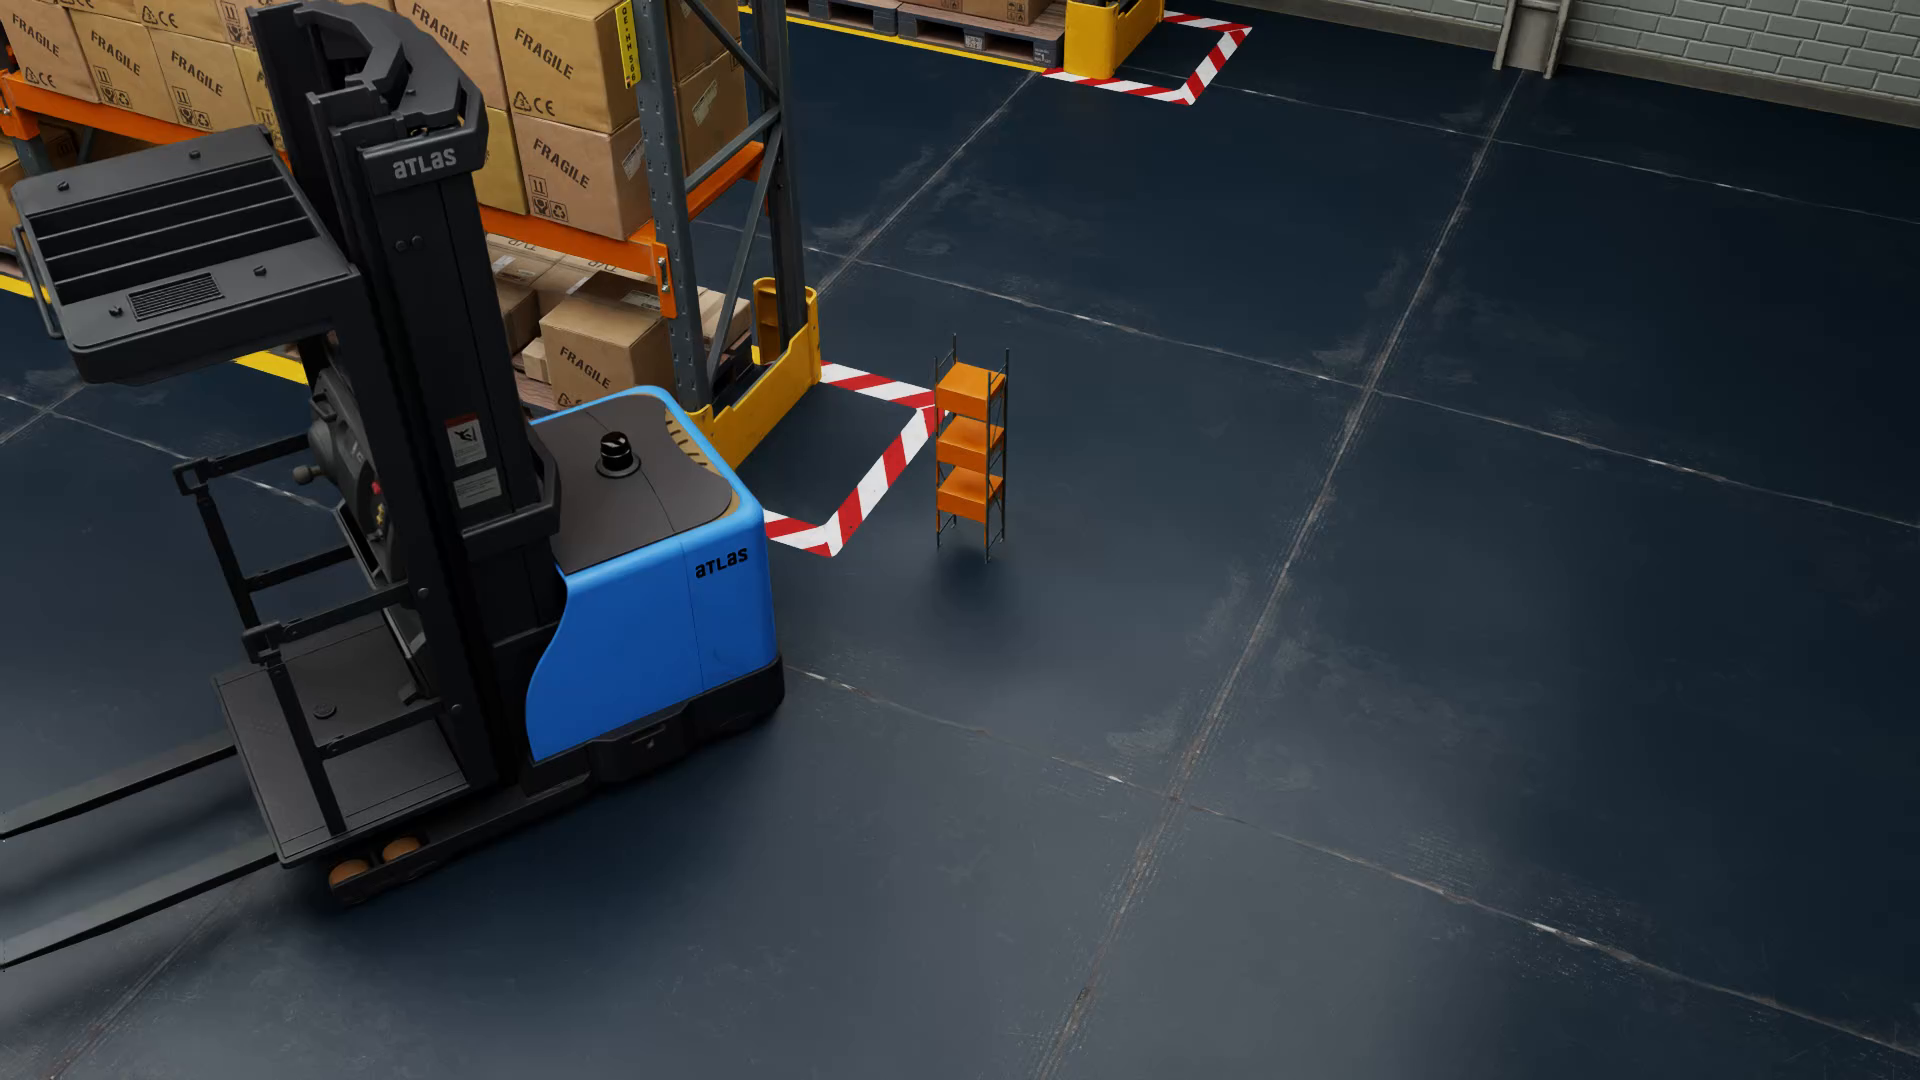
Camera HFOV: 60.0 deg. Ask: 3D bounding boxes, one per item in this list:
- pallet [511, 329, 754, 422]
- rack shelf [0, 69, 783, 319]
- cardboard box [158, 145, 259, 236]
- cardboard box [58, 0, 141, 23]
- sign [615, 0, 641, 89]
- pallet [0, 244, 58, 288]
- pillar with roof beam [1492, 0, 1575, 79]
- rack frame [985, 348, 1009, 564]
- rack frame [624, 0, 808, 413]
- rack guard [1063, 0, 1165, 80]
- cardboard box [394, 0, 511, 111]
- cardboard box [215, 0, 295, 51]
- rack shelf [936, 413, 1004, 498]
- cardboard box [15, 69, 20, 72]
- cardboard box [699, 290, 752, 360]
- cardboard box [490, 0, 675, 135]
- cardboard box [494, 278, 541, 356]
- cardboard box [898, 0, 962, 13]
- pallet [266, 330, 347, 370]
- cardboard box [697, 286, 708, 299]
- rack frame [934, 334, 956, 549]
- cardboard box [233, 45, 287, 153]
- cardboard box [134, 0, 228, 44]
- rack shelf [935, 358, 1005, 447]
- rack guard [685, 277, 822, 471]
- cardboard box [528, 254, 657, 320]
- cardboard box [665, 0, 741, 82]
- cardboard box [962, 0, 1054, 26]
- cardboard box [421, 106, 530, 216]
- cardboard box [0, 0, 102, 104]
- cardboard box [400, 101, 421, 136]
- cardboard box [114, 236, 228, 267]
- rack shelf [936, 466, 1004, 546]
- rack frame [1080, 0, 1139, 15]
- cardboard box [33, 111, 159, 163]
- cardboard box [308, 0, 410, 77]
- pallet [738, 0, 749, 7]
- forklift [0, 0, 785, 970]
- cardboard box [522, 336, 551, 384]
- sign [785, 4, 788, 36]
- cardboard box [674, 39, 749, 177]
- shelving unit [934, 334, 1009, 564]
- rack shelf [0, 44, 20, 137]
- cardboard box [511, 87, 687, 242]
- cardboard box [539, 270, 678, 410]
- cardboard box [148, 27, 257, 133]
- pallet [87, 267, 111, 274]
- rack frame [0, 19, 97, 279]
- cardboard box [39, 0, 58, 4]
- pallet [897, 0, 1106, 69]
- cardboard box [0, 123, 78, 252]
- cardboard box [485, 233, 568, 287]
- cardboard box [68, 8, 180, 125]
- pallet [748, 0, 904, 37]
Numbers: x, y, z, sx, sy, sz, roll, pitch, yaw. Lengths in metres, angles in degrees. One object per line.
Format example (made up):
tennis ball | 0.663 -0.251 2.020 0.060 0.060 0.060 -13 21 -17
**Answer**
pallet | -1.819 -0.869 8.475 1.213 0.211 1.003 17 44 19
rack shelf | -2.840 -1.963 8.158 4.000 0.370 1.077 17 44 19
cardboard box | -4.016 -2.021 9.248 0.500 0.500 0.500 17 44 19
cardboard box | -3.877 -2.764 7.693 0.500 0.500 0.500 16 43 17
sign | -1.280 -1.914 6.427 0.005 0.325 0.100 17 44 19
pallet | -5.406 -1.938 9.709 1.213 0.211 1.003 17 44 19
pillar with roof beam | 2.056 -4.100 5.494 0.400 9.000 9.100 17 44 19
rack frame | 0.159 -0.348 7.234 0.008 1.050 0.200 17 44 19
rack frame | -1.028 -1.681 7.283 0.127 3.000 1.000 17 44 19
rack guard | 1.085 -3.671 11.488 0.348 0.500 1.175 17 44 19
cardboard box | -2.005 -2.196 7.038 0.500 0.500 0.500 18 44 20
cardboard box | -2.943 -2.479 7.364 0.500 0.500 0.500 18 44 20
rack shelf | 0.048 -0.374 7.280 0.240 0.259 0.215 17 44 19
cardboard box | -5.476 -2.430 9.720 0.500 0.500 0.500 18 44 19
cardboard box | -1.262 -1.090 8.442 0.250 0.149 0.380 17 44 19
cardboard box | -1.547 -2.057 6.877 0.500 0.500 0.500 17 44 18
cardboard box | -2.473 -1.094 8.369 0.500 0.250 0.500 17 44 19
cardboard box | -0.067 -4.110 11.673 0.500 0.500 0.700 17 44 19
pallet | -2.921 -1.207 8.866 1.213 0.211 1.003 17 44 19
cardboard box | -1.488 -1.166 8.516 0.250 0.166 0.380 17 44 19
rack frame | -0.062 -0.416 7.312 0.008 1.050 0.200 17 44 19
cardboard box | -2.927 -2.104 7.695 0.500 0.500 0.500 16 44 18
cardboard box | -3.411 -2.622 7.529 0.500 0.500 0.500 16 43 17
rack shelf | 0.048 -0.588 7.094 0.240 0.259 0.215 17 44 19
rack guard | -1.097 -0.758 8.126 0.348 0.500 1.175 17 44 19
cardboard box | -1.854 -1.266 8.568 0.500 0.250 0.500 17 44 19
cardboard box | -1.318 -2.376 7.245 0.500 0.500 0.500 18 44 20
cardboard box | 0.387 -3.971 11.513 0.500 0.500 0.700 17 44 19
cardboard box | -2.020 -1.823 7.371 0.500 0.500 0.500 17 44 19
cardboard box | -4.306 -2.524 8.179 0.500 0.500 0.500 18 44 20
cardboard box | -2.470 -1.964 7.534 0.500 0.500 0.500 17 44 19
cardboard box | -4.364 -1.694 9.016 0.500 0.311 0.500 17 44 19
rack shelf | 0.048 -0.164 7.462 0.240 0.259 0.215 17 44 19
rack frame | 1.063 -4.622 10.677 0.127 3.000 1.000 17 44 19
cardboard box | -4.988 -2.289 9.557 0.500 0.500 0.500 15 43 17
cardboard box | -2.477 -2.337 7.200 0.500 0.500 0.500 18 44 20
pallet | -1.906 -4.419 12.572 1.213 0.211 1.003 17 44 19
forklift | -2.239 -0.172 5.595 3.031 2.935 1.130 -22 46 -23
cardboard box | -1.954 -0.947 8.263 0.250 0.166 0.380 17 44 19
sign | -0.798 -2.330 7.371 0.005 0.325 0.100 17 44 19
cardboard box | -1.318 -1.998 7.573 0.500 0.500 0.500 18 44 20
shelving unit | 0.048 -0.382 7.273 0.252 1.050 0.215 17 44 19
rack shelf | -6.465 -3.071 9.436 4.000 0.370 1.077 17 44 19
cardboard box | -1.549 -1.681 7.207 0.500 0.500 0.500 18 44 20
cardboard box | -1.625 -0.907 7.963 0.500 0.500 0.500 17 44 19
cardboard box | -3.388 -2.244 7.856 0.500 0.500 0.500 17 44 18
pallet | -4.031 -1.544 9.255 1.213 0.211 1.003 17 44 19
rack frame | -4.653 -2.789 8.561 0.127 3.000 1.000 17 44 19
cardboard box | -4.345 -2.907 7.858 0.500 0.500 0.500 18 44 20
pallet | 0.306 -3.744 11.792 1.213 0.211 1.003 17 44 19
cardboard box | -5.221 -1.977 9.197 0.500 0.500 0.500 17 44 18
cardboard box | -2.307 -1.404 8.727 0.500 0.250 0.500 17 44 19
cardboard box | -3.841 -2.384 8.018 0.500 0.500 0.500 18 44 19
pallet | -0.796 -4.082 12.183 1.213 0.211 1.003 17 44 19
